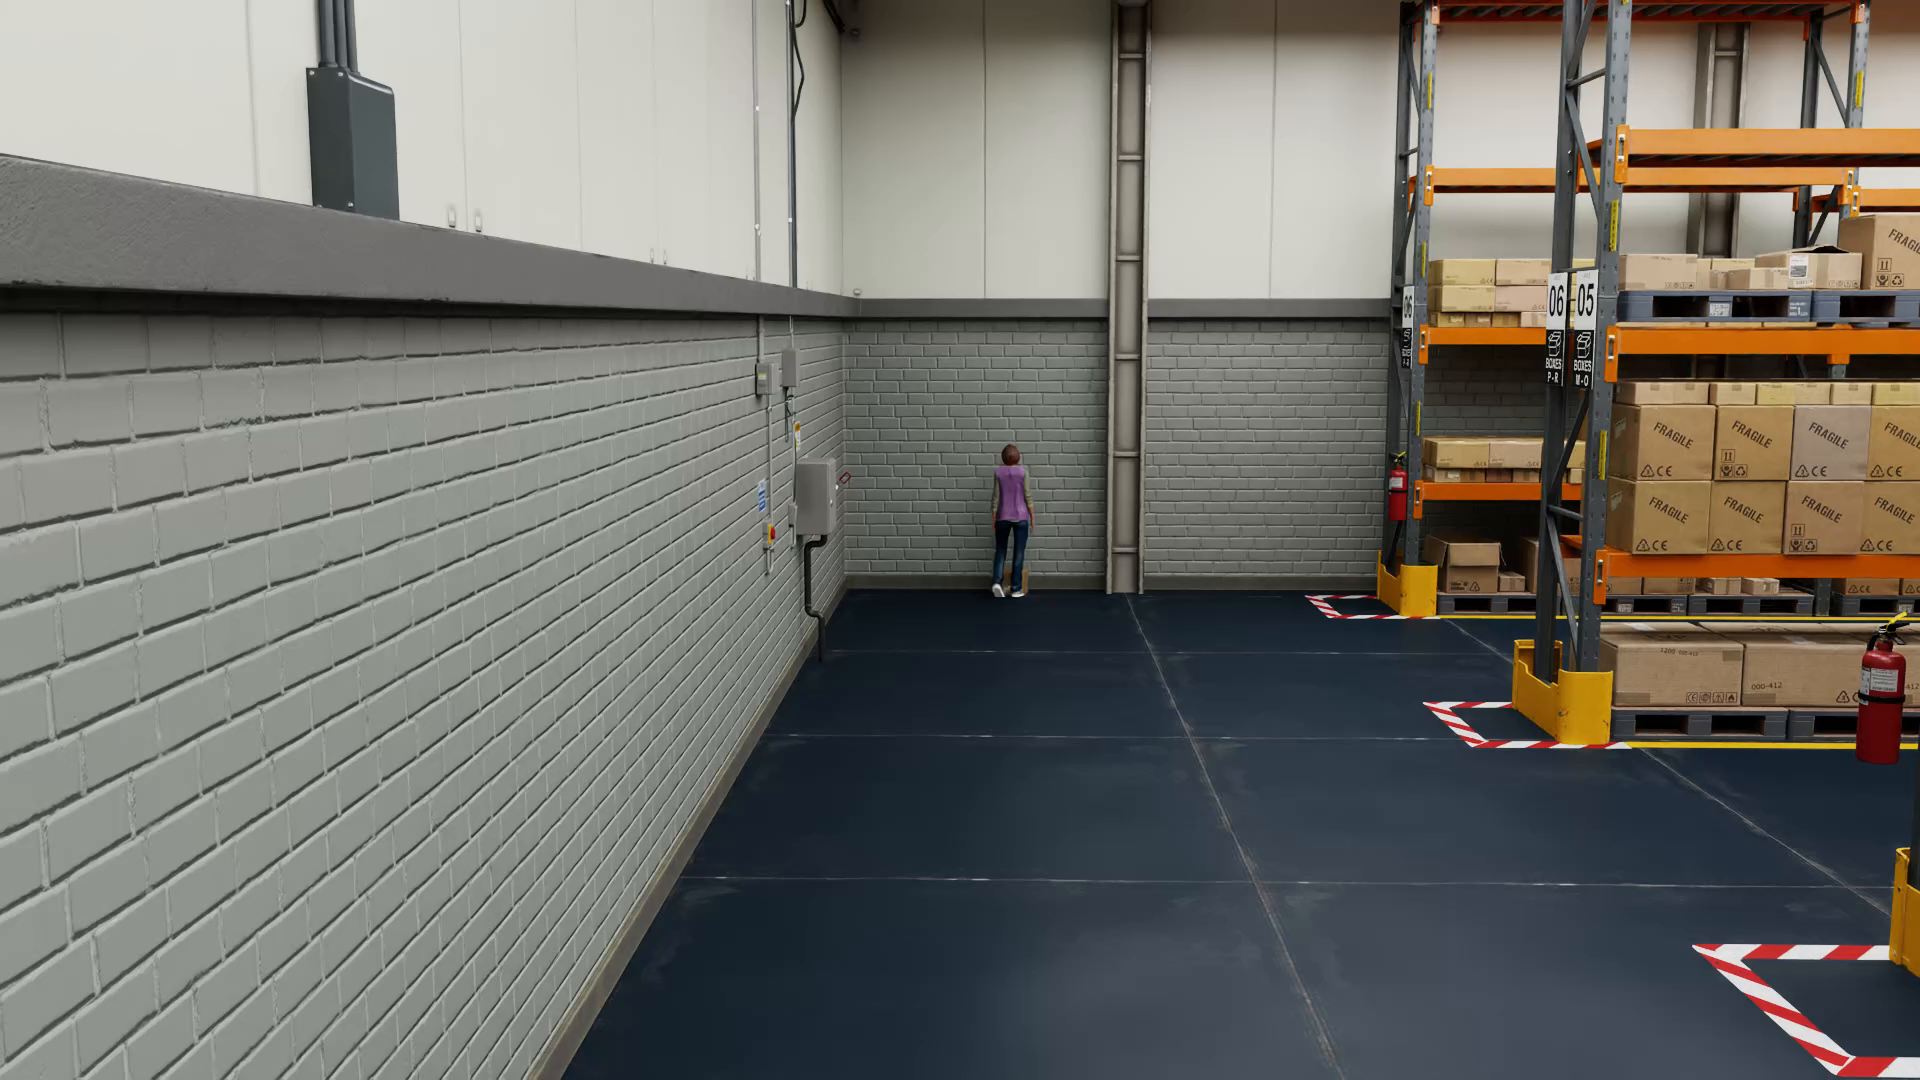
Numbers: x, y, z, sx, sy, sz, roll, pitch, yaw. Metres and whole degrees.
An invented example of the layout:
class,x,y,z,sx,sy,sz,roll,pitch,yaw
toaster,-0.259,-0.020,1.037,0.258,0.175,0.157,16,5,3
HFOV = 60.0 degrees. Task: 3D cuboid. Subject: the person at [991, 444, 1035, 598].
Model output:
class,x,y,z,sx,sy,sz,roll,pitch,yaw
person,0.552,-0.184,17.260,0.448,1.623,0.336,1,8,10
